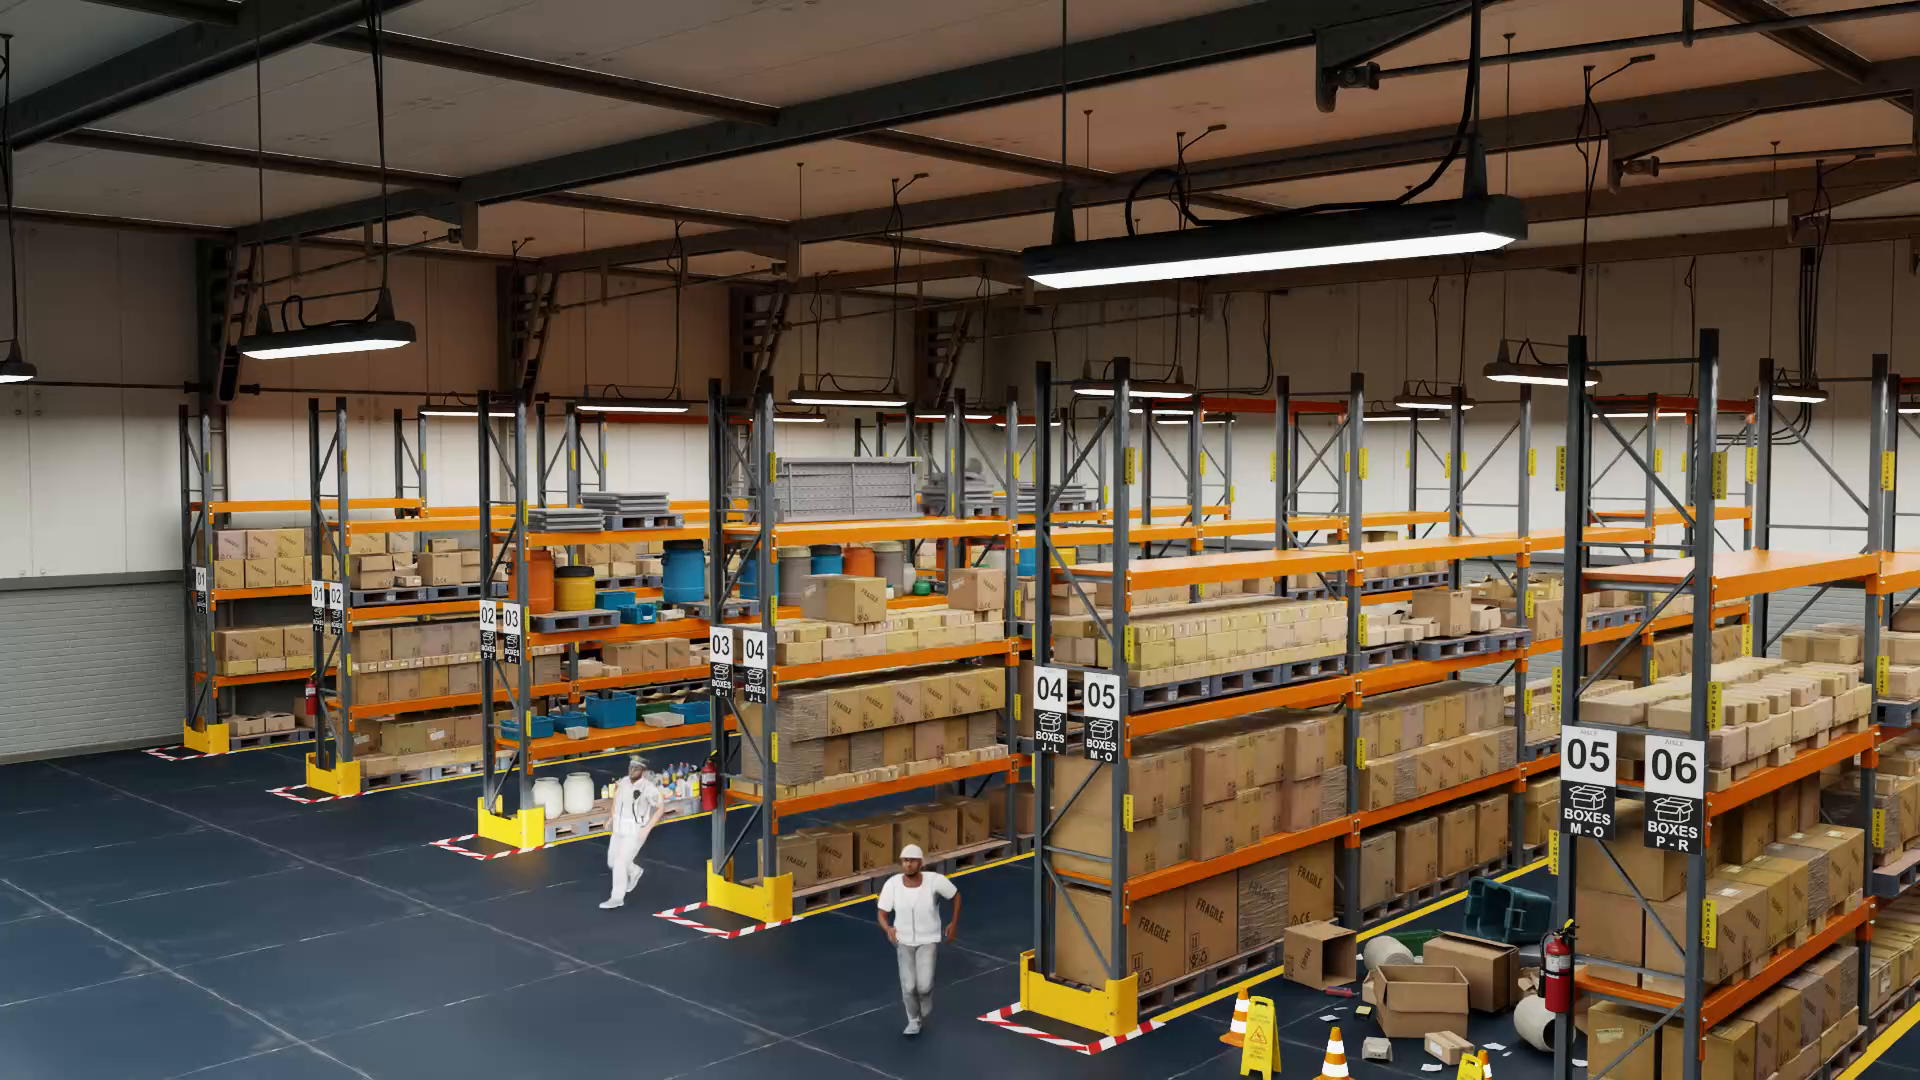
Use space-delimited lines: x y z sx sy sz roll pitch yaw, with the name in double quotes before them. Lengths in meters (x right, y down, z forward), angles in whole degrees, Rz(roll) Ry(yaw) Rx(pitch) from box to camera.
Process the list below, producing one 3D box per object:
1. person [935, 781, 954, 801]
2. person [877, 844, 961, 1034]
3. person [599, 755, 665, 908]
"person" -0.180 3.112 23.266 0.562 1.767 0.845 3 4 45
"person" -0.378 3.532 14.613 0.724 1.717 0.641 0 3 8
"person" -3.718 3.301 18.963 0.726 1.730 0.784 2 4 31
